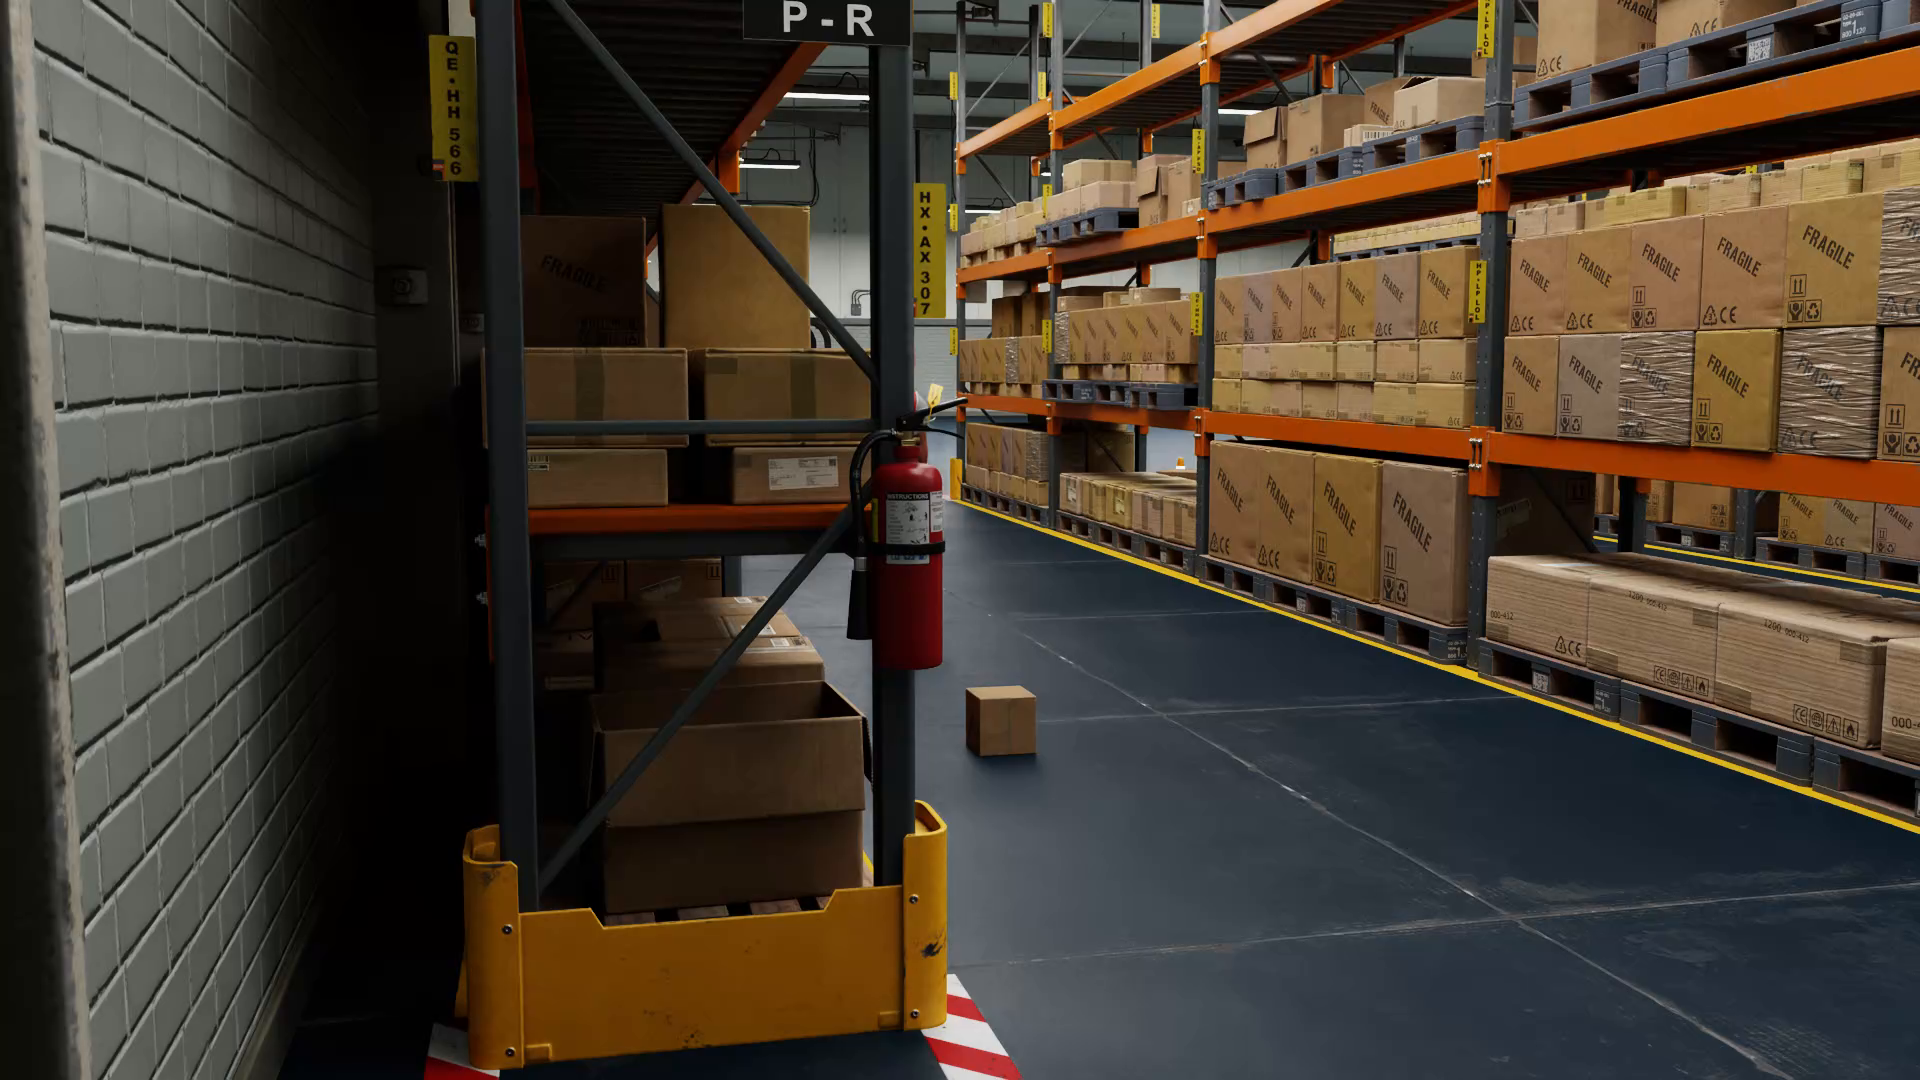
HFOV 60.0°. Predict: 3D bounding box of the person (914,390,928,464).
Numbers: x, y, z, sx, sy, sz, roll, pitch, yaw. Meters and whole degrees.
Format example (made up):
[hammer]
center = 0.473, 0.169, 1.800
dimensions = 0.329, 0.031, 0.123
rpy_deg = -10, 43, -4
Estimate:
[person]
center = -0.466, -0.425, 11.230
dimensions = 0.533, 1.761, 0.861
rpy_deg = 0, 6, -5
